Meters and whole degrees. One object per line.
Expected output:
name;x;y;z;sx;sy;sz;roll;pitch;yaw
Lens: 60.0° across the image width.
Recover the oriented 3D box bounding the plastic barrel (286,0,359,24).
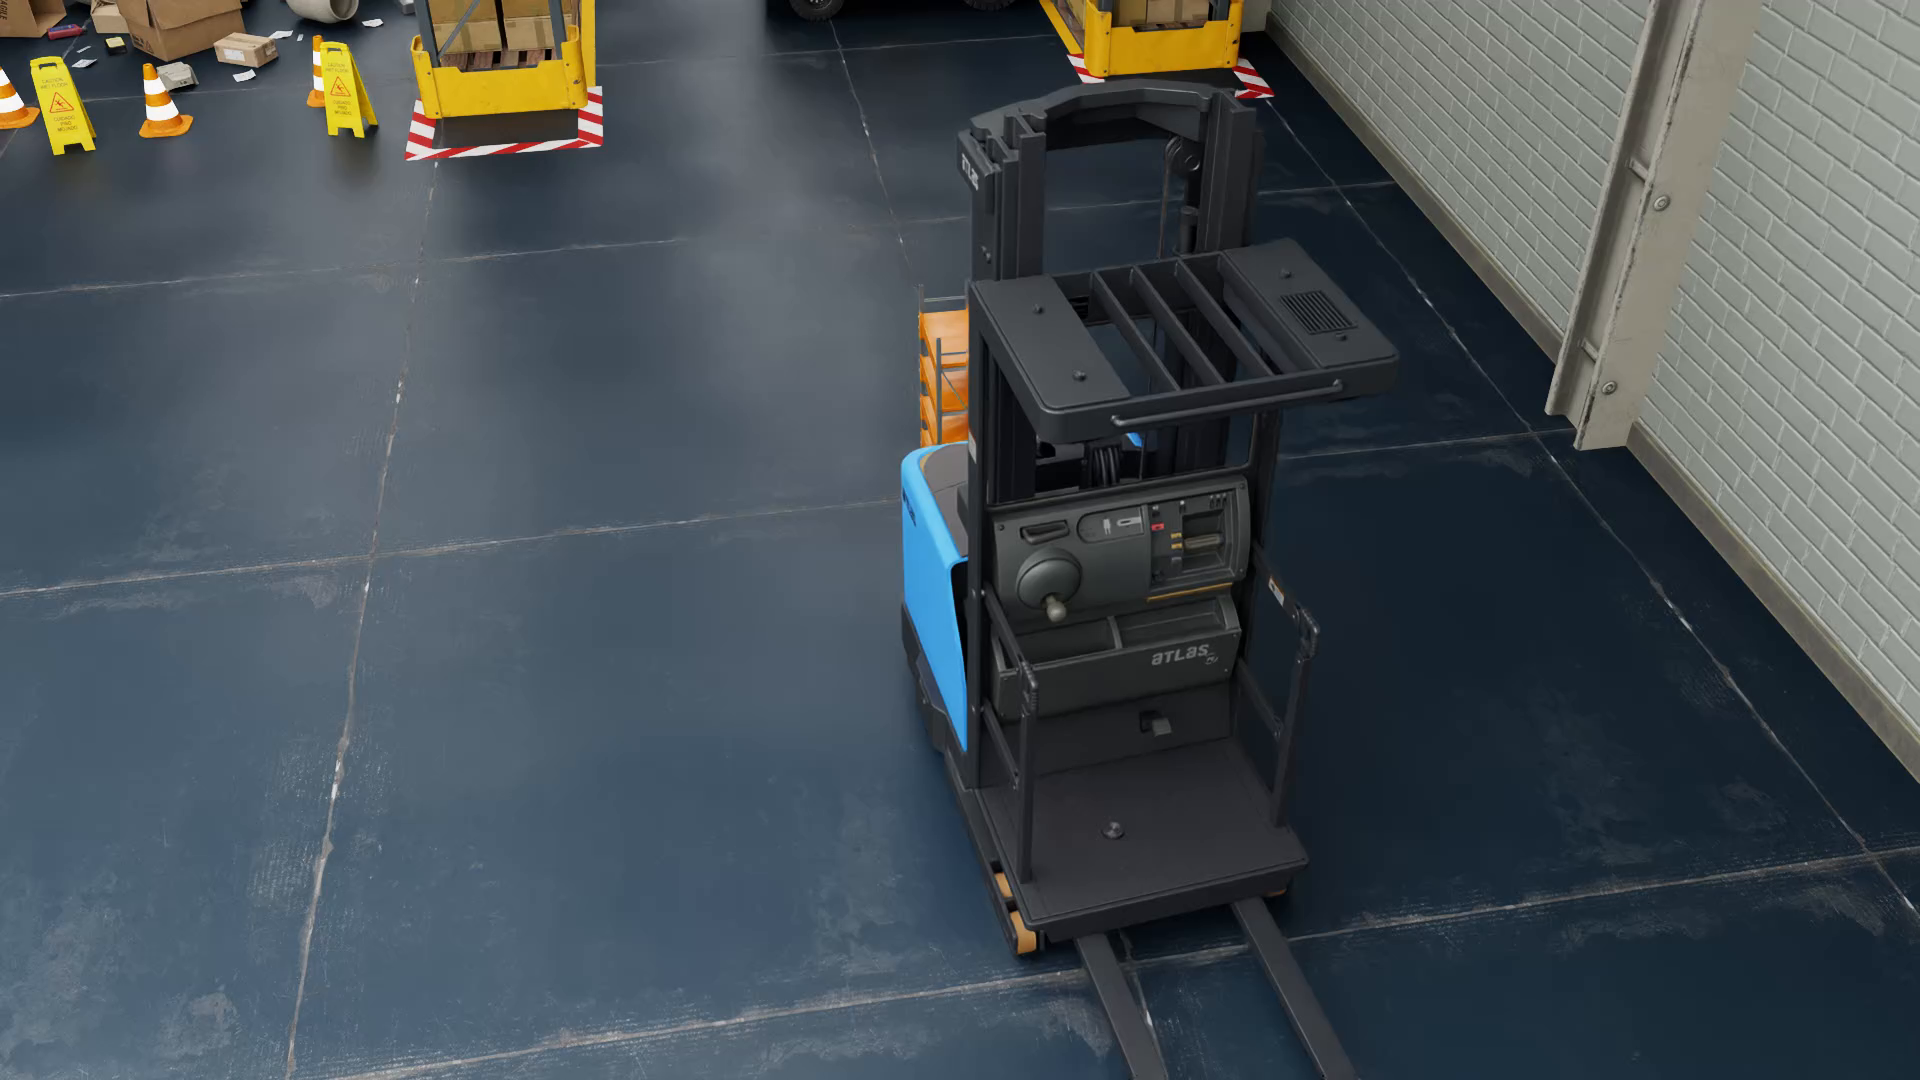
plastic barrel;-5.187;-4.430;13.507;0.512;0.421;0.421;19;42;23

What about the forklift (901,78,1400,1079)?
forklift;0.631;0.107;5.623;1.130;2.935;3.031;-10;39;-12

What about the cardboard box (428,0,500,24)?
cardboard box;-3.732;-4.194;12.391;0.500;0.500;0.500;-6;38;-8

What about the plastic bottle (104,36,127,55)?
plastic bottle;-6.679;-3.916;13.141;0.133;0.061;0.283;-20;42;-23

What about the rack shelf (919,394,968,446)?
rack shelf;-0.029;-0.521;7.952;0.258;0.148;0.480;-6;38;-8

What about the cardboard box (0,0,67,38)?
cardboard box;-7.609;-4.371;13.367;0.500;0.500;0.500;0;38;0

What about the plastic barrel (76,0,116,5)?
plastic barrel;-7.182;-4.647;13.787;0.512;0.421;0.421;19;42;23

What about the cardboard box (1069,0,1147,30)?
cardboard box;1.158;-4.228;13.046;0.500;0.250;0.500;-6;38;-8

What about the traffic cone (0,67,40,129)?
traffic cone;-6.885;-3.241;11.944;0.336;0.463;0.334;-6;38;-8

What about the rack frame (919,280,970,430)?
rack frame;-0.072;-0.721;8.100;0.240;1.200;0.015;-6;38;-8

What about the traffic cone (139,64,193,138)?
traffic cone;-5.713;-3.157;11.836;0.336;0.463;0.334;-6;38;-8

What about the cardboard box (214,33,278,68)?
cardboard box;-5.553;-3.810;12.933;0.380;0.149;0.250;13;40;16

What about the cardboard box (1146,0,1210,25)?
cardboard box;1.658;-4.296;13.134;0.500;0.250;0.500;-6;38;-8

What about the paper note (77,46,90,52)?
paper note;-6.918;-3.874;13.129;0.032;0.001;0.123;13;40;16

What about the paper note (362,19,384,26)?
paper note;-4.787;-4.222;13.559;0.142;0.019;0.148;-20;42;-23

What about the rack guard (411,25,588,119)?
rack guard;-3.348;-3.421;12.146;1.175;0.500;0.348;-6;38;-8

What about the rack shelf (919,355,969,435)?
rack shelf;-0.029;-0.697;7.815;0.258;0.148;0.480;-6;38;-8

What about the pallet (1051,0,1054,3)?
pallet;1.166;-4.990;14.401;1.003;0.211;1.213;-6;38;-8

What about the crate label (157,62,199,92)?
crate label;-5.912;-3.496;12.539;0.250;0.136;0.298;-27;45;-31

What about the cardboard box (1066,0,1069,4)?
cardboard box;1.080;-4.530;13.434;0.500;0.250;0.500;-6;38;-8

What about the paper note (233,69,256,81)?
paper note;-5.460;-3.547;12.690;0.148;0.019;0.142;-20;42;-23

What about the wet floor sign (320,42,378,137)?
wet floor sign;-4.355;-3.203;11.746;0.267;0.644;0.232;6;38;8

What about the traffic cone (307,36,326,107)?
traffic cone;-4.680;-3.481;12.254;0.336;0.463;0.334;-6;38;-8

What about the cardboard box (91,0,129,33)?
cardboard box;-6.777;-4.265;13.423;0.396;0.266;0.258;0;38;0

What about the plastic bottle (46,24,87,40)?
plastic bottle;-7.175;-4.090;13.365;0.283;0.061;0.133;-20;42;-23

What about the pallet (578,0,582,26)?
pallet;-3.666;-4.537;13.818;1.003;0.211;1.213;-6;38;-8

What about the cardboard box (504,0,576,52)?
cardboard box;-3.204;-3.959;12.700;0.500;0.250;0.500;-7;38;-8

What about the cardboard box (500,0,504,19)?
cardboard box;-3.824;-4.215;13.030;0.500;0.250;0.500;-6;38;-8

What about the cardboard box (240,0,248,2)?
cardboard box;-6.307;-4.783;13.785;0.797;0.637;0.503;-6;38;-8

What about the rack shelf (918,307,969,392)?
rack shelf;-0.029;-0.884;7.669;0.258;0.148;0.480;-6;38;-8

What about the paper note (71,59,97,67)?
paper note;-6.786;-3.700;12.889;0.144;0.017;0.142;6;38;8

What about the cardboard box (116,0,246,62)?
cardboard box;-6.135;-4.165;13.101;0.637;0.503;0.797;27;45;30

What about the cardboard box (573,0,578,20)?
cardboard box;-3.286;-4.268;13.098;0.500;0.250;0.500;-5;38;-6

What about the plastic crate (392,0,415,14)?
plastic crate;-4.568;-4.589;13.991;0.402;0.080;0.583;-20;42;-23

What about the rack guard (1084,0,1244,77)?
rack guard;1.556;-3.897;12.758;1.175;0.500;0.348;-6;38;-8

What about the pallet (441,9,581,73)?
pallet;-3.455;-3.801;12.871;1.003;0.211;1.213;-6;38;-8

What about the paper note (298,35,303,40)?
paper note;-5.286;-4.028;13.326;0.032;0.001;0.123;-6;38;-8

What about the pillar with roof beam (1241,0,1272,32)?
pillar with roof beam;-1.921;-7.322;10.240;9.100;9.000;0.400;-6;38;-8

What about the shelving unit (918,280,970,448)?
shelving unit;-0.029;-0.574;7.911;0.258;1.200;0.503;-6;38;-8

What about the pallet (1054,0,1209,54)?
pallet;1.376;-4.255;13.454;1.003;0.211;1.213;-6;38;-8

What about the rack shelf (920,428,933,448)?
rack shelf;-0.029;-0.364;8.074;0.258;0.148;0.480;-6;38;-8

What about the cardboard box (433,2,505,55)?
cardboard box;-3.745;-3.916;12.645;0.500;0.250;0.500;-6;38;-8

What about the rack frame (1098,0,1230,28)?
rack frame;1.552;-4.898;12.010;1.000;3.000;0.127;-6;38;-8

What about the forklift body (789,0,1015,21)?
forklift body;-0.577;-5.512;13.492;2.313;2.155;1.214;-6;38;-8

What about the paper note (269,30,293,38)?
paper note;-5.461;-4.071;13.375;0.148;0.019;0.142;6;38;8

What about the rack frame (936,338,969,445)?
rack frame;0.014;-0.426;7.721;0.240;1.200;0.015;-6;38;-8

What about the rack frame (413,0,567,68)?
rack frame;-3.334;-4.362;11.320;1.000;3.000;0.127;-6;38;-8

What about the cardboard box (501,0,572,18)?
cardboard box;-3.208;-4.270;12.488;0.500;0.500;0.500;-7;38;-9

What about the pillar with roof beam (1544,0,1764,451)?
pillar with roof beam;-0.869;-3.698;5.575;9.100;9.000;0.400;-6;38;-8

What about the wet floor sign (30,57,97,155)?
wet floor sign;-6.236;-3.035;11.530;0.267;0.644;0.232;-13;40;-16
